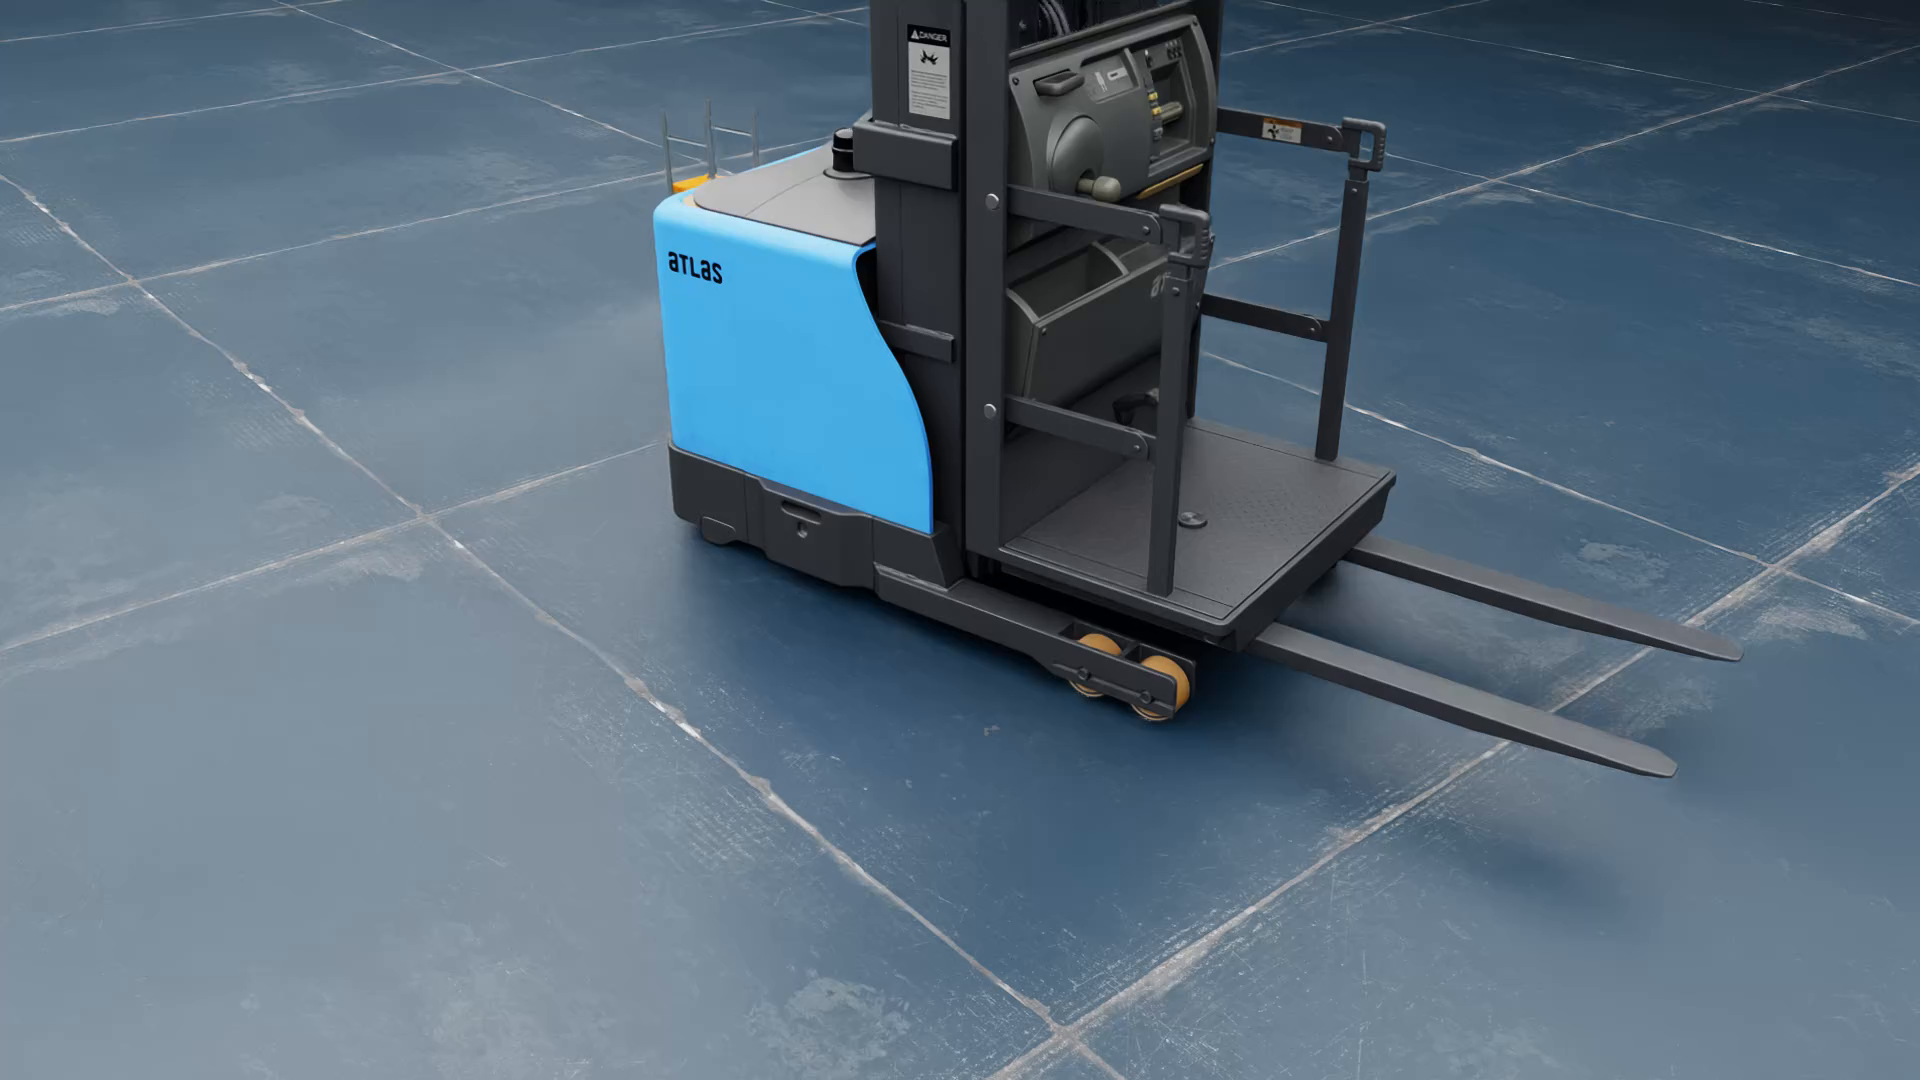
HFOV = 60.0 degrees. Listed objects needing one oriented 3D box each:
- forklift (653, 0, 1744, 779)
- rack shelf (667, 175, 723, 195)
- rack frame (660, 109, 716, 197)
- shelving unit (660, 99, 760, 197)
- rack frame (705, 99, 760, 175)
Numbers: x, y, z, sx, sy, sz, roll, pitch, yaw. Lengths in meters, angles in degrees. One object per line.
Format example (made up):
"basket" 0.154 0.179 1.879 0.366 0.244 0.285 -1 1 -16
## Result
"forklift" 0.583 -1.103 4.205 3.031 2.935 1.130 19 33 31
"rack shelf" -0.788 -1.101 5.357 0.258 0.103 0.180 21 34 38
"rack frame" -0.841 -0.787 5.437 0.240 1.200 0.006 21 34 38
"shelving unit" -0.780 -0.819 5.497 0.258 1.200 0.189 21 34 38
"rack frame" -0.718 -0.850 5.557 0.240 1.200 0.006 21 34 38
